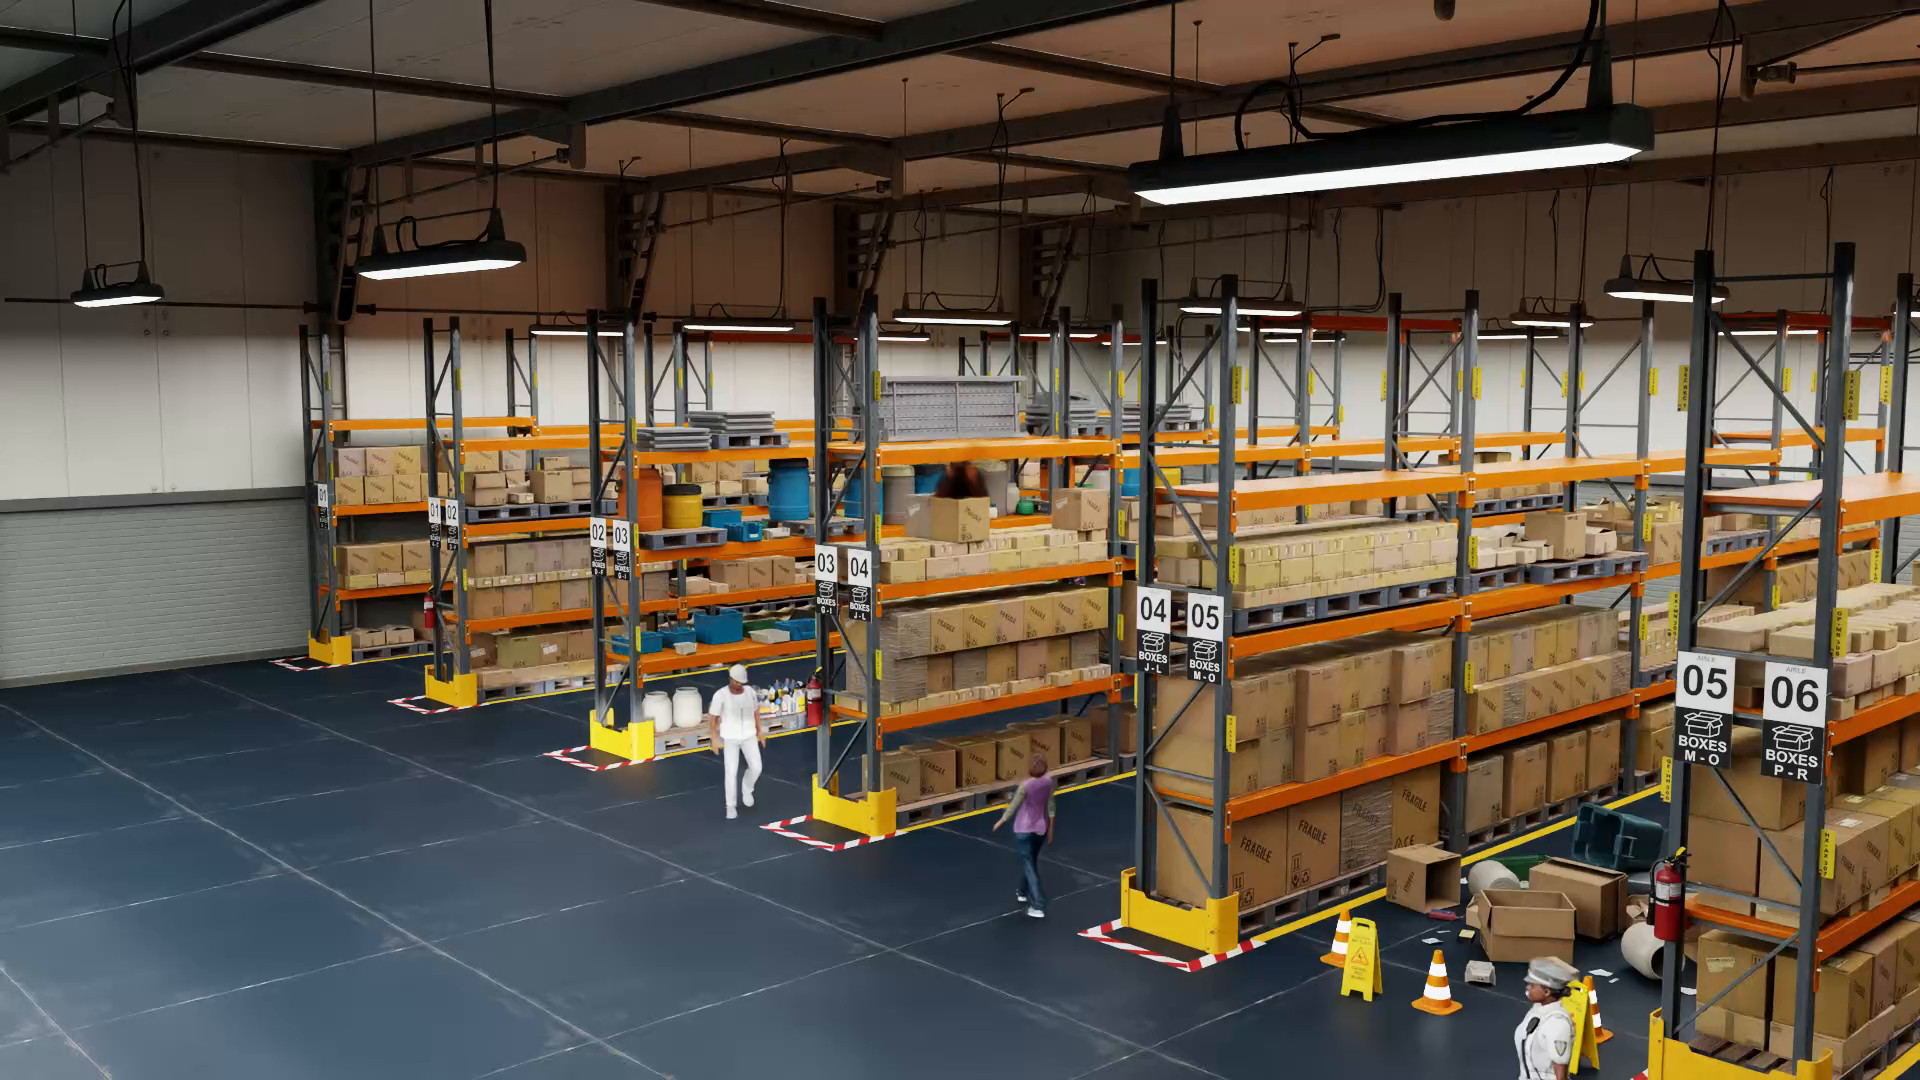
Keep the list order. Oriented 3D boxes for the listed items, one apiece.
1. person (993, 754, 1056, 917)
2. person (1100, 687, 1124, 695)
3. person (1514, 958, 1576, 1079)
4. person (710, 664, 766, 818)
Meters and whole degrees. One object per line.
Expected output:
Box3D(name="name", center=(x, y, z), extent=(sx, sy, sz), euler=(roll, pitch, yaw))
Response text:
Box3D(name="person", center=(0.628, 2.775, 15.907), extent=(0.537, 1.537, 0.853), euler=(-3, 6, -24))
Box3D(name="person", center=(2.483, 1.576, 26.855), extent=(0.613, 1.803, 0.582), euler=(-3, 7, -30))
Box3D(name="person", center=(3.445, 3.353, 9.831), extent=(0.374, 1.712, 0.608), euler=(1, 6, 9))
Box3D(name="person", center=(-2.600, 2.329, 19.553), extent=(0.663, 1.774, 0.561), euler=(-3, 7, -28))
